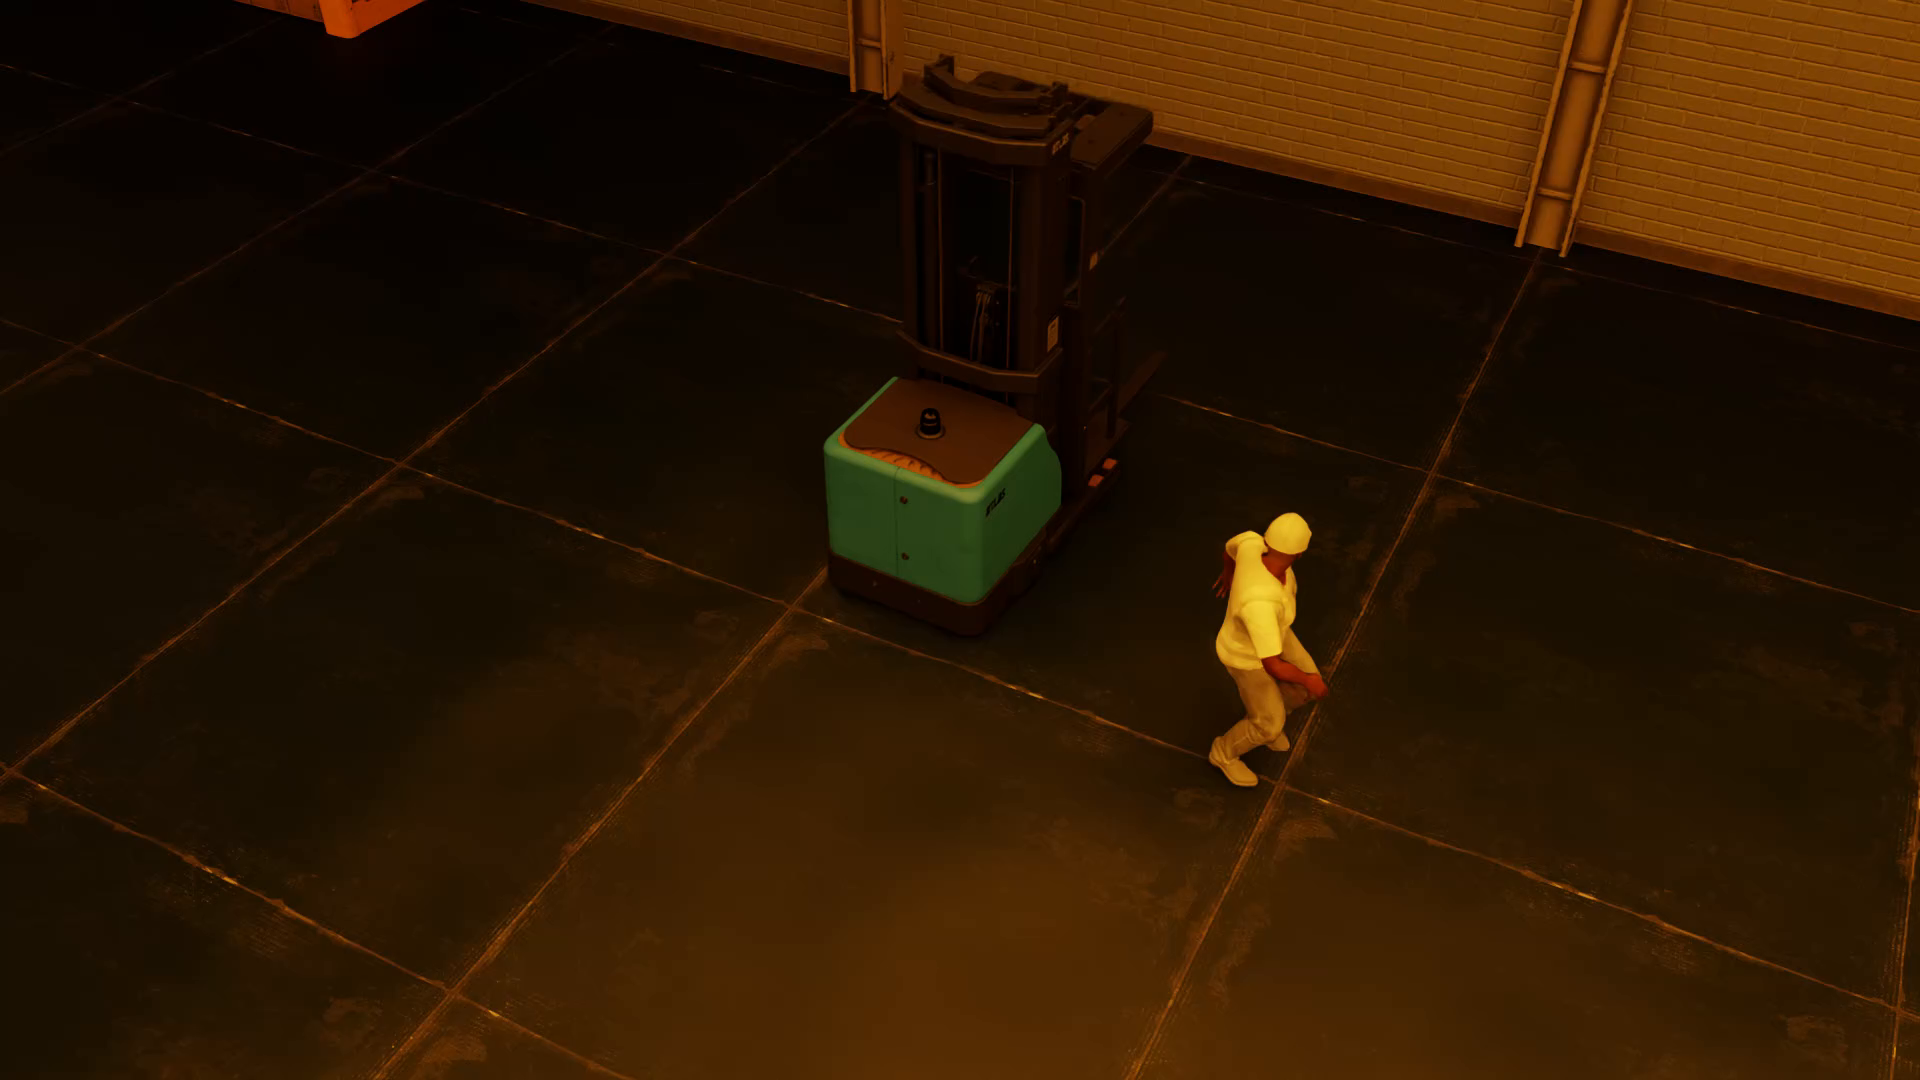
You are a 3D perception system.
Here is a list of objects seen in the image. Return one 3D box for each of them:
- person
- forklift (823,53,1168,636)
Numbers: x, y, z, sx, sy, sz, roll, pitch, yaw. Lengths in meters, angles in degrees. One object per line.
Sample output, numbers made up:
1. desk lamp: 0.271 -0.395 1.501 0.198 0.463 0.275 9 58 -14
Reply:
1. person: 1.518 0.535 8.337 0.753 1.712 0.753 17 43 19
2. forklift: 0.390 -1.507 9.776 1.130 2.935 3.031 20 44 22
